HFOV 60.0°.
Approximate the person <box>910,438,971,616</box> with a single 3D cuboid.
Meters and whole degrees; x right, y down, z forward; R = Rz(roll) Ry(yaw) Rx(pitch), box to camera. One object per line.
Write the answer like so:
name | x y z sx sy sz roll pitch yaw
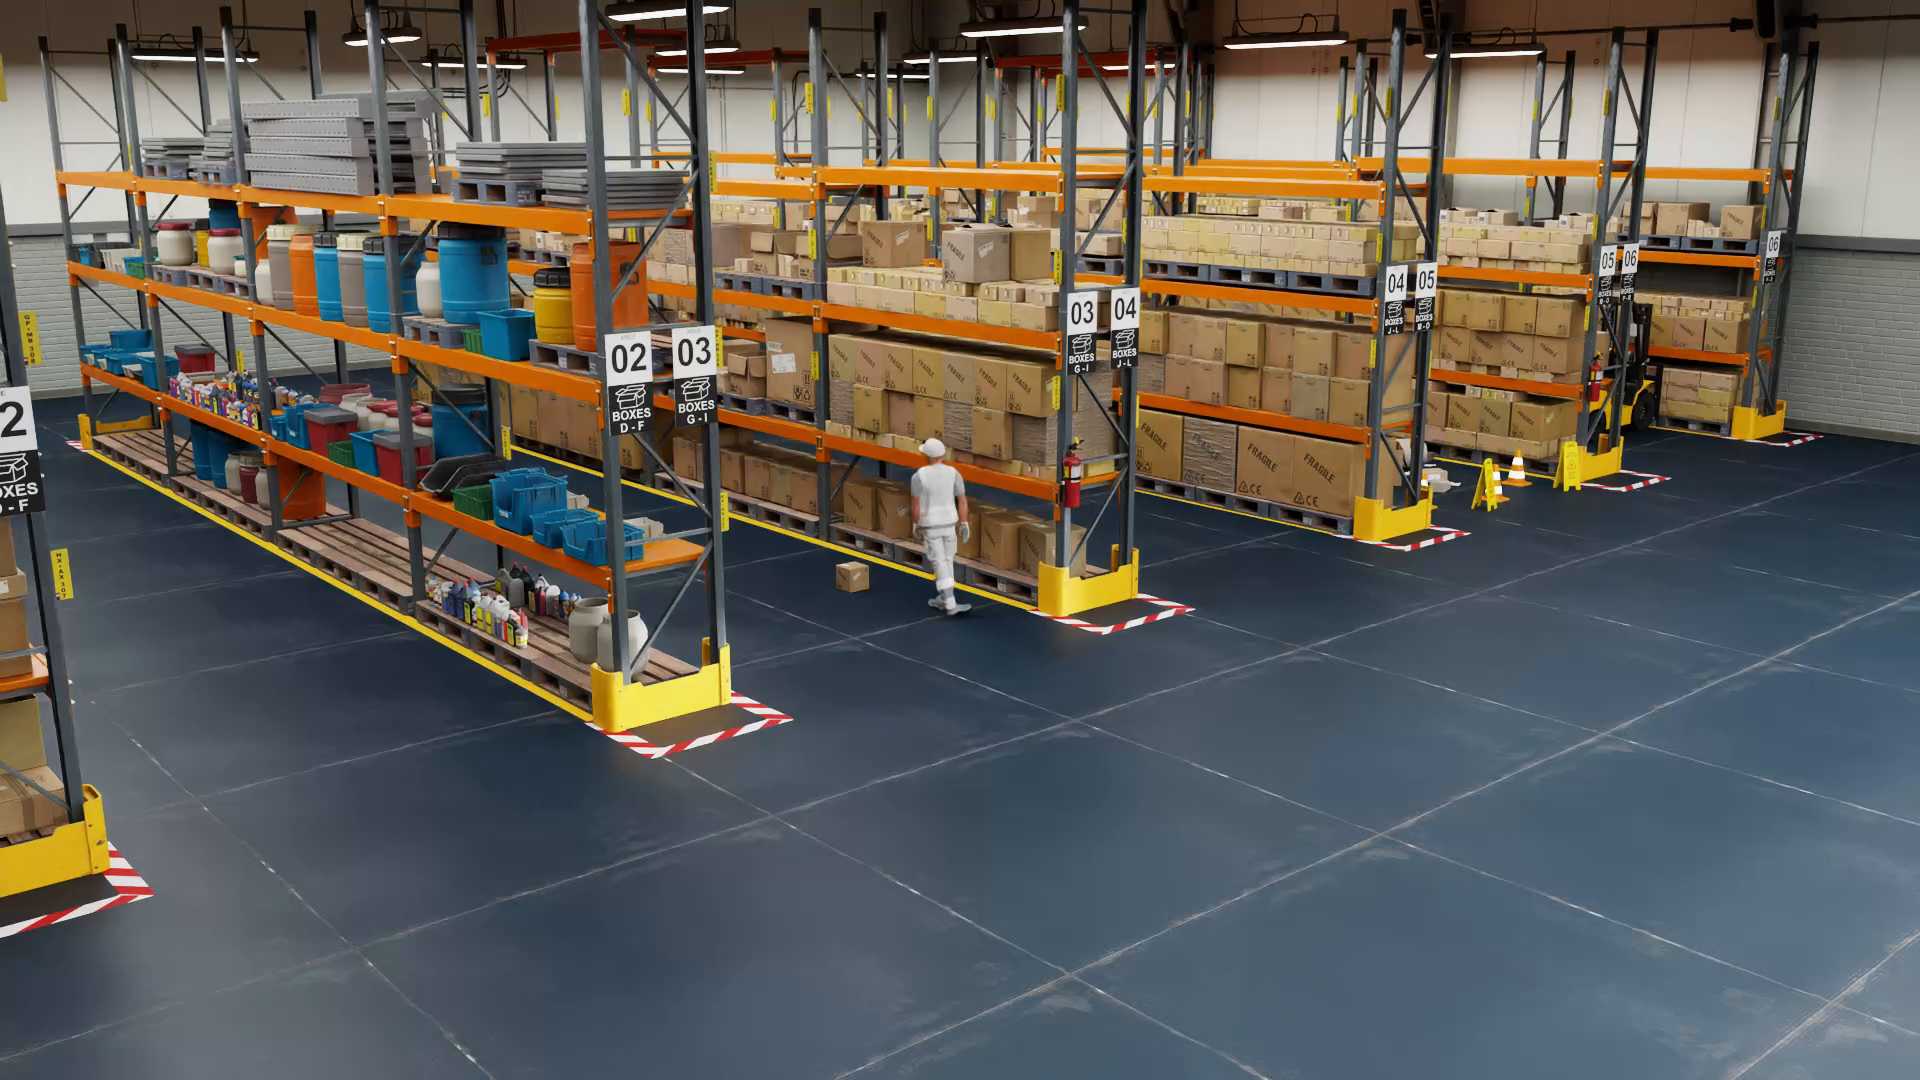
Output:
person | -0.204 -0.140 16.524 0.586 1.778 0.586 -3 14 -12
